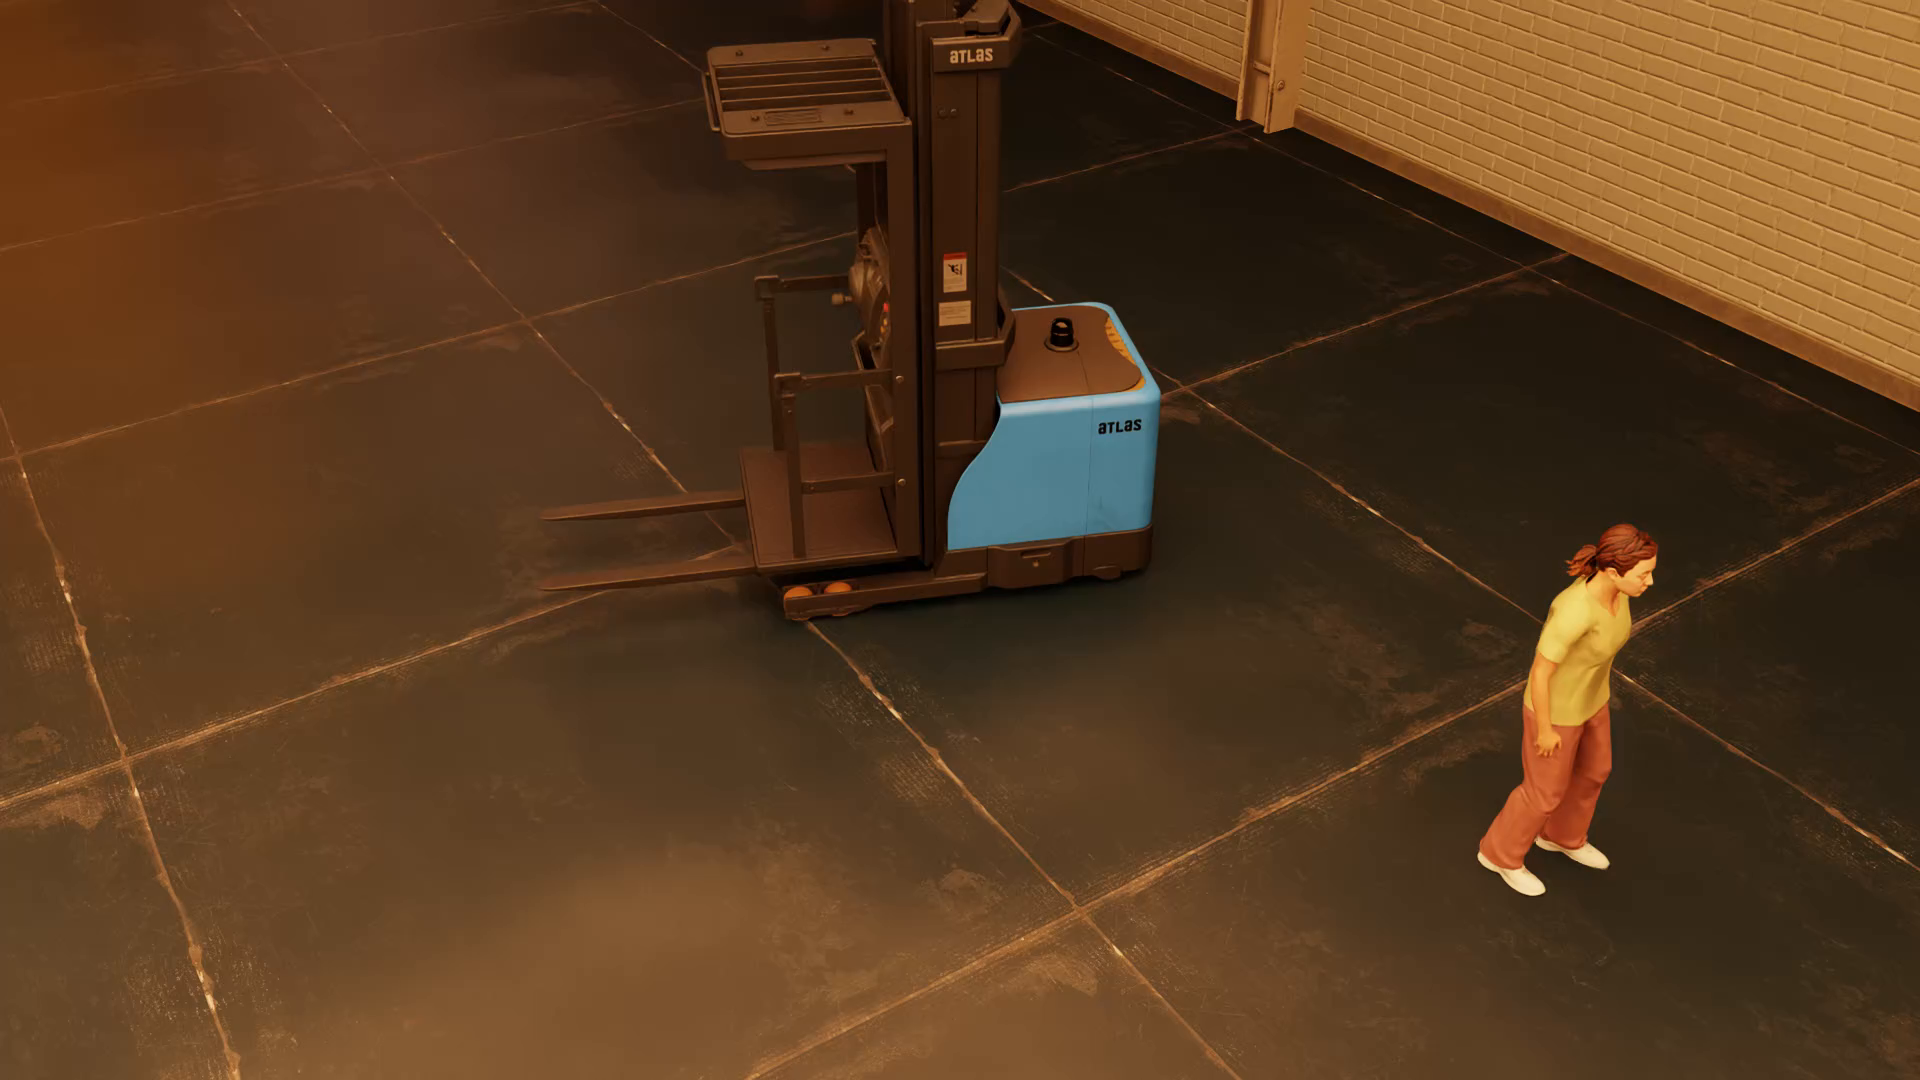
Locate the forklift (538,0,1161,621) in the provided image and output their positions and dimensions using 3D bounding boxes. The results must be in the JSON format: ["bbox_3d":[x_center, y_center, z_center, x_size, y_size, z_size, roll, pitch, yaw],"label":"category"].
[{"bbox_3d":[-0.599,-1.134,7.761,3.031,2.935,1.130,-6,36,-9],"label":"forklift"}]

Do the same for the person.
[{"bbox_3d":[2.361,0.659,6.324,0.525,1.684,0.412,-29,44,-35],"label":"person"}]
